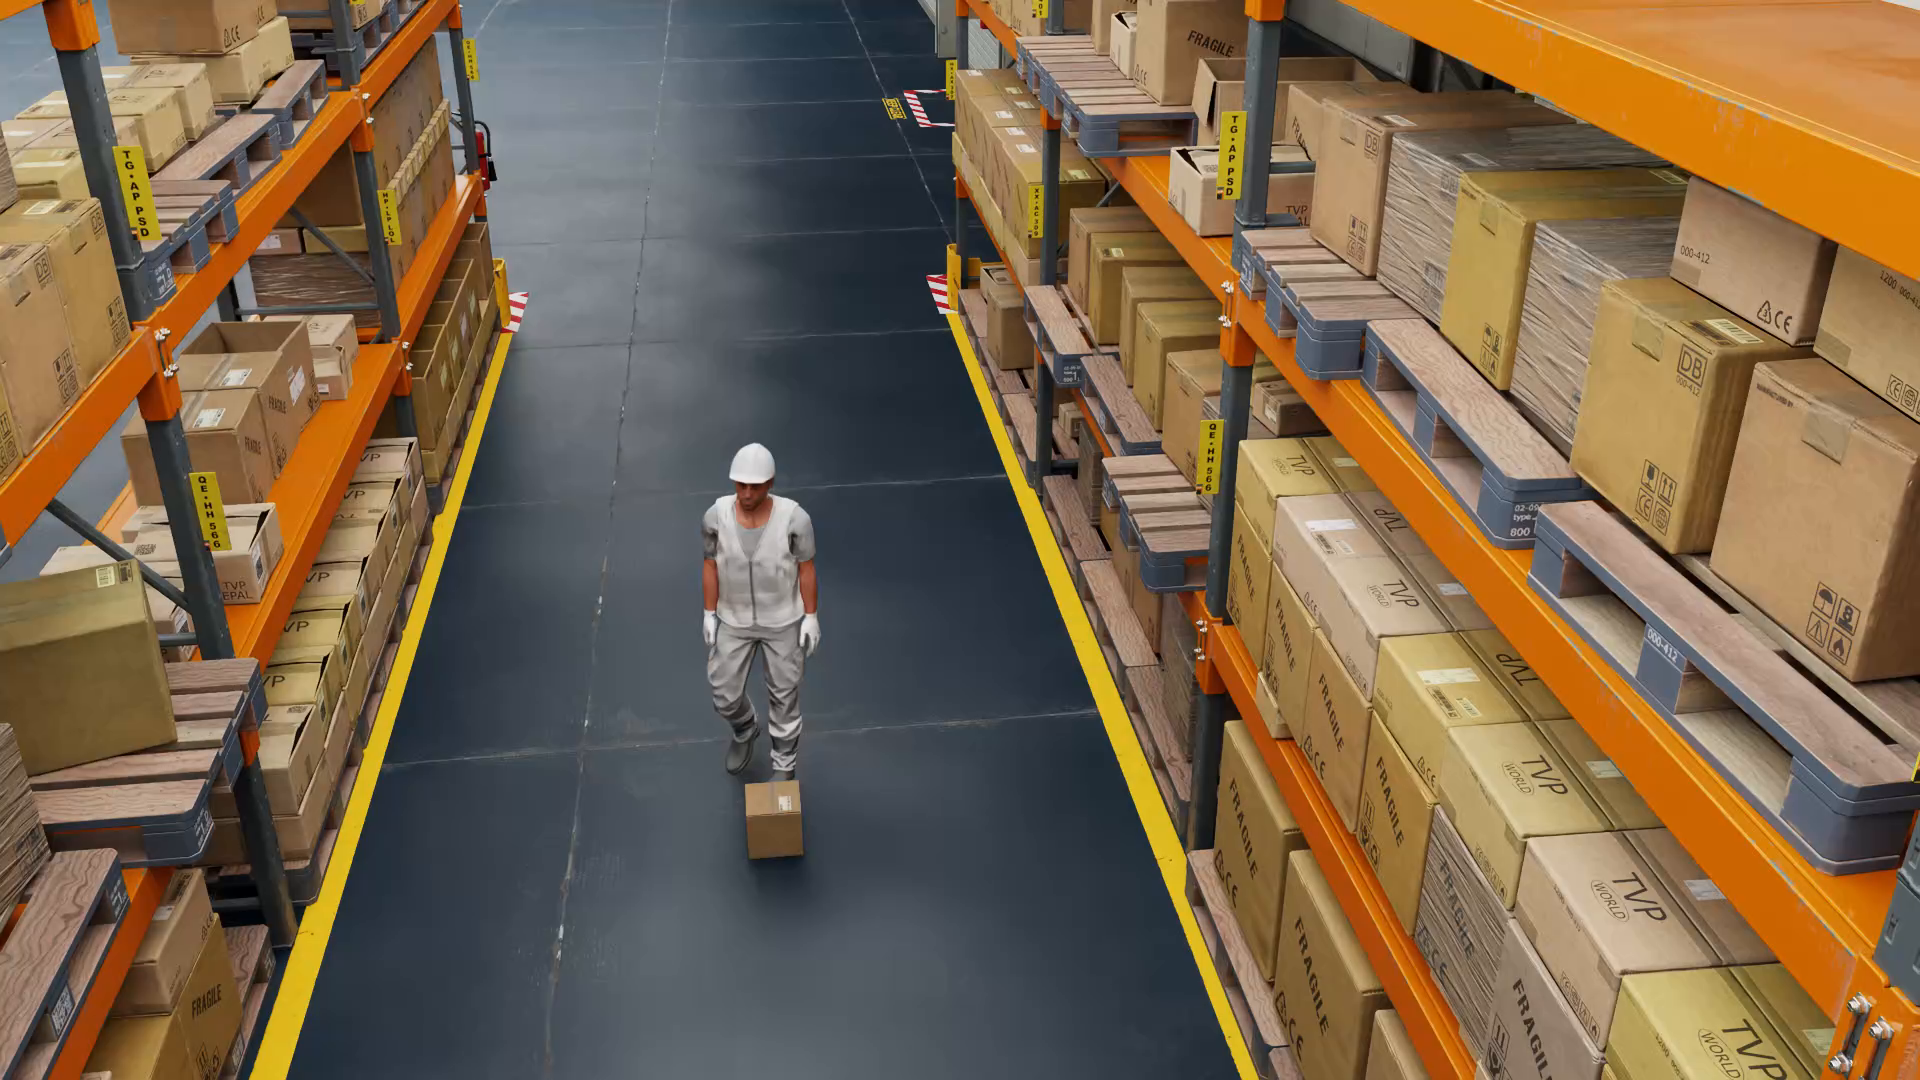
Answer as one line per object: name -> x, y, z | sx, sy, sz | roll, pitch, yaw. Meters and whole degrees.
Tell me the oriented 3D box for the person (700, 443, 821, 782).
person -> -0.934, 0.373, 7.816 | 0.563, 1.794, 0.484 | 0, 27, 1
